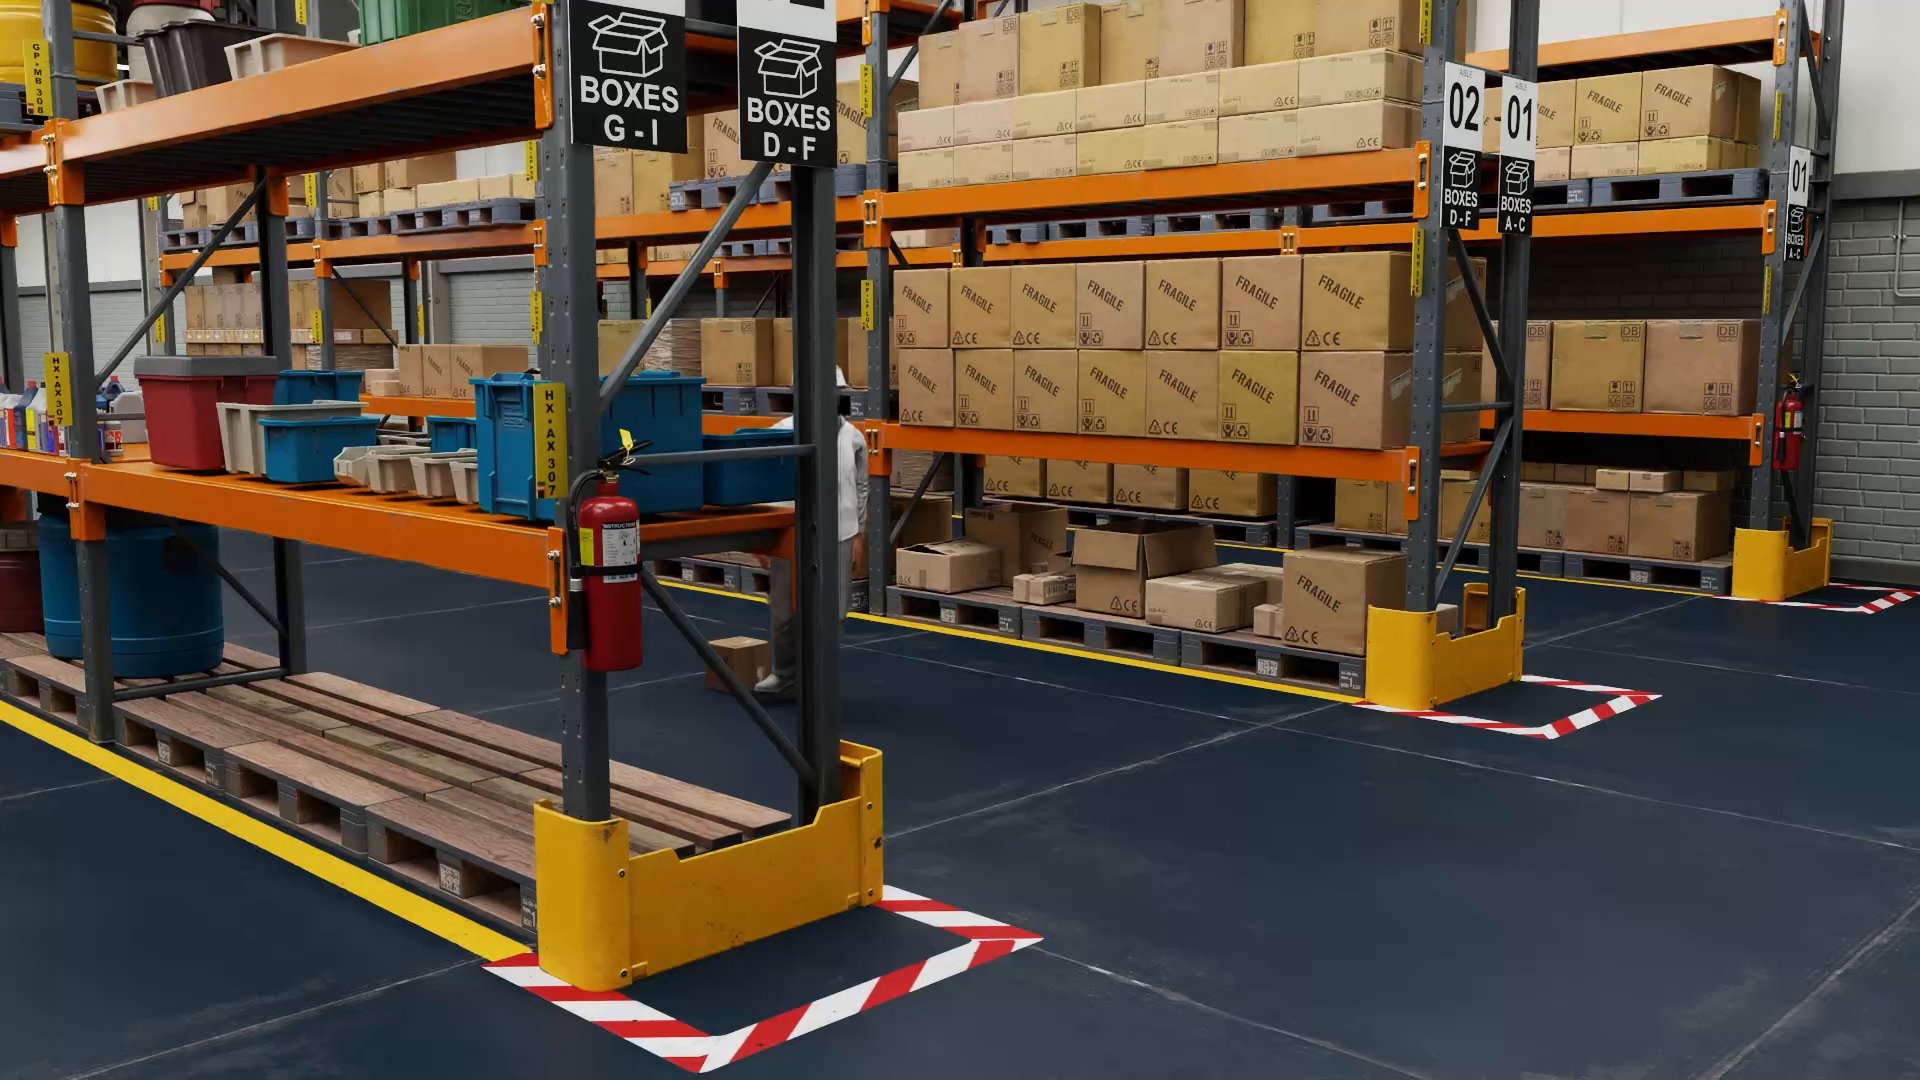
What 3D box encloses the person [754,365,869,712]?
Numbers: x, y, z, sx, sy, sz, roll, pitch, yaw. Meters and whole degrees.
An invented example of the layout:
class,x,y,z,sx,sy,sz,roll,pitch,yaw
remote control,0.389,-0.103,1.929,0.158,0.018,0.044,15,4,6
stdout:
class,x,y,z,sx,sy,sz,roll,pitch,yaw
person,-0.752,-0.027,8.366,0.581,1.762,0.570,-2,7,-12
